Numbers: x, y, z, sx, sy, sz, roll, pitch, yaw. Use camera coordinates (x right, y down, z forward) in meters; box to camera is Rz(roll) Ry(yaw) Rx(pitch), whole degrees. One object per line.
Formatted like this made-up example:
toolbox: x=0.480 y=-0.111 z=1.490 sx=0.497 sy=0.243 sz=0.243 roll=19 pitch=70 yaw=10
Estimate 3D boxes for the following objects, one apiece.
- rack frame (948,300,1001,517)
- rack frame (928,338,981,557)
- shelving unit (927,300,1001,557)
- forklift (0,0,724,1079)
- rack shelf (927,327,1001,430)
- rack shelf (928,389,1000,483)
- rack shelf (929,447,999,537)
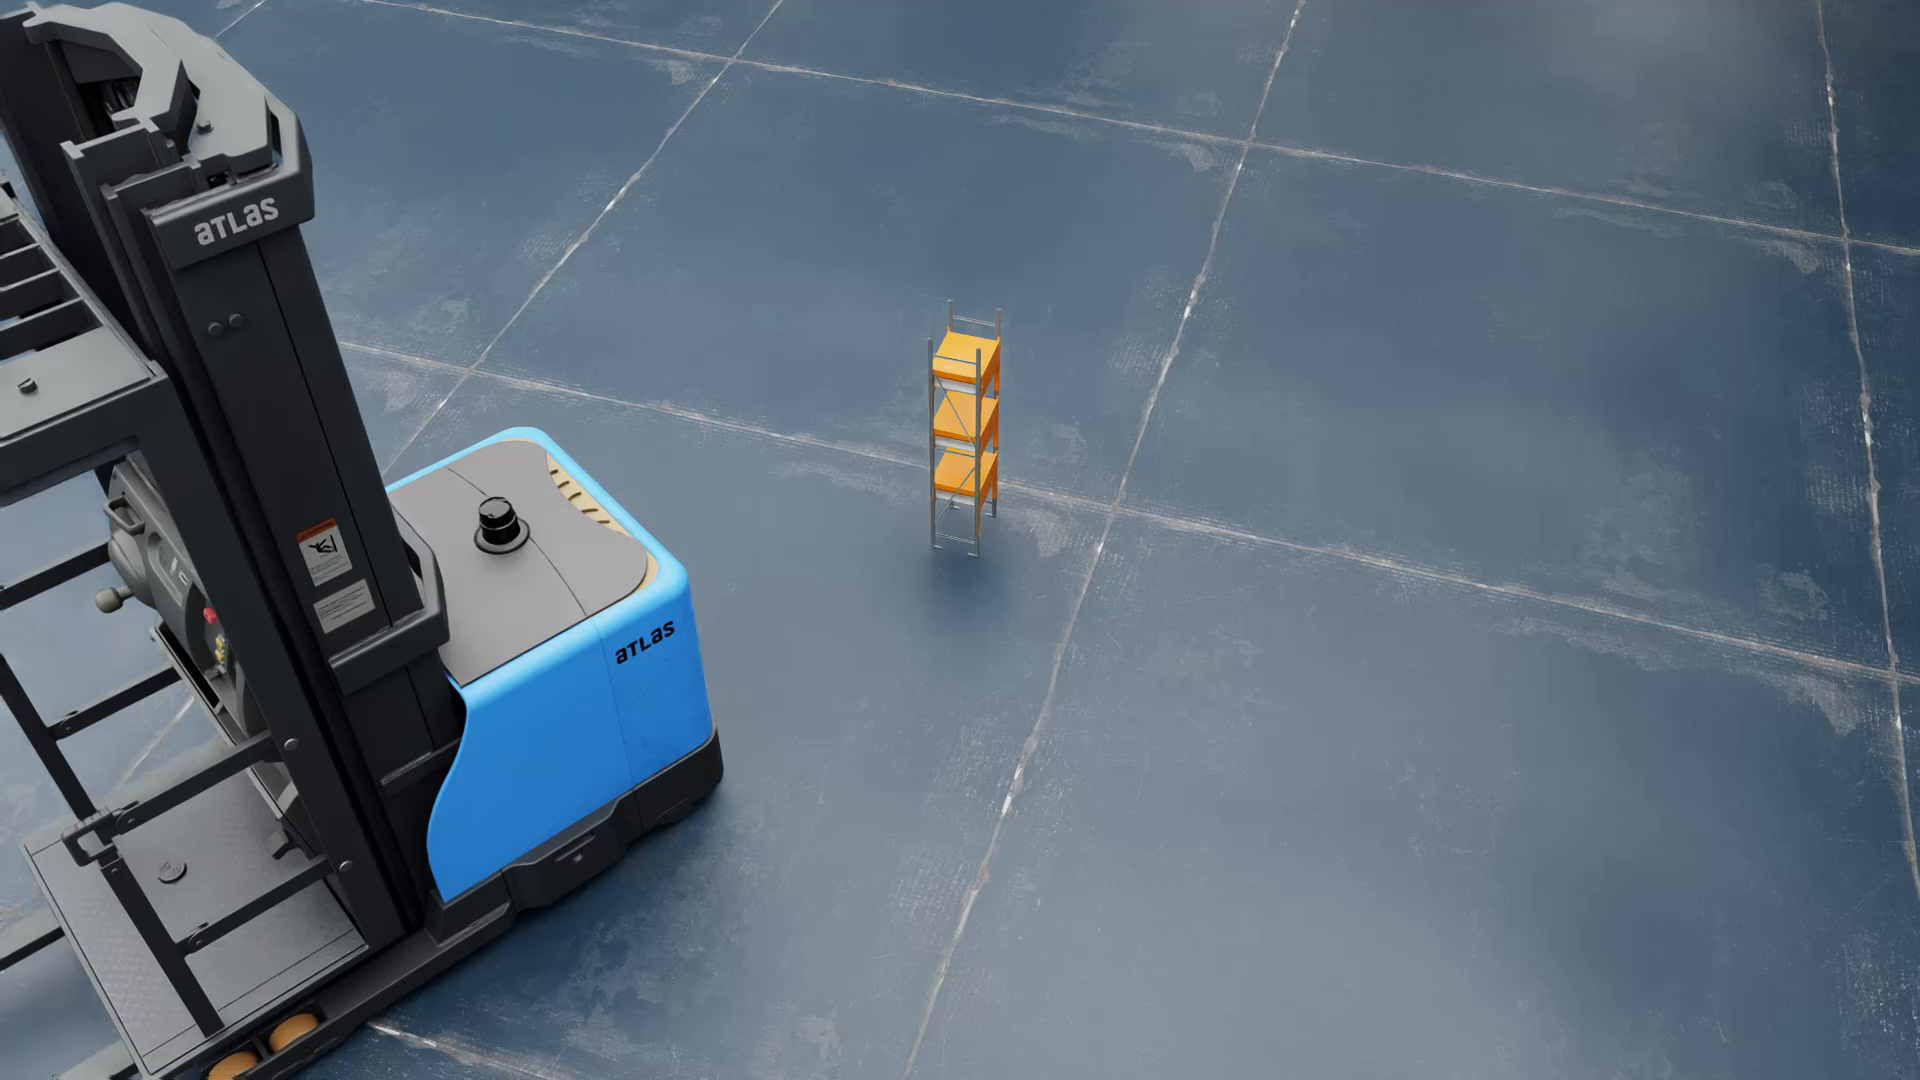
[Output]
rack frame: x=0.053 y=-0.492 z=6.502 sx=0.200 sy=1.050 sz=0.008 roll=13 pitch=46 yaw=12
rack frame: x=-0.021 y=-0.330 z=6.336 sx=0.200 sy=1.050 sz=0.008 roll=13 pitch=46 yaw=12
shelving unit: x=0.016 y=-0.411 z=6.419 sx=0.215 sy=1.050 sz=0.252 roll=13 pitch=46 yaw=12
forklift: x=-2.275 y=0.235 z=4.414 sx=3.031 sy=2.935 sz=1.130 roll=-31 pitch=52 yaw=-28
rack shelf: x=0.016 y=-0.606 z=6.228 sx=0.215 sy=0.259 sz=0.240 roll=13 pitch=46 yaw=12
rack shelf: x=0.016 y=-0.403 z=6.427 sx=0.215 sy=0.259 sz=0.240 roll=13 pitch=46 yaw=12
rack shelf: x=0.016 y=-0.205 z=6.621 sx=0.215 sy=0.259 sz=0.240 roll=13 pitch=46 yaw=12
